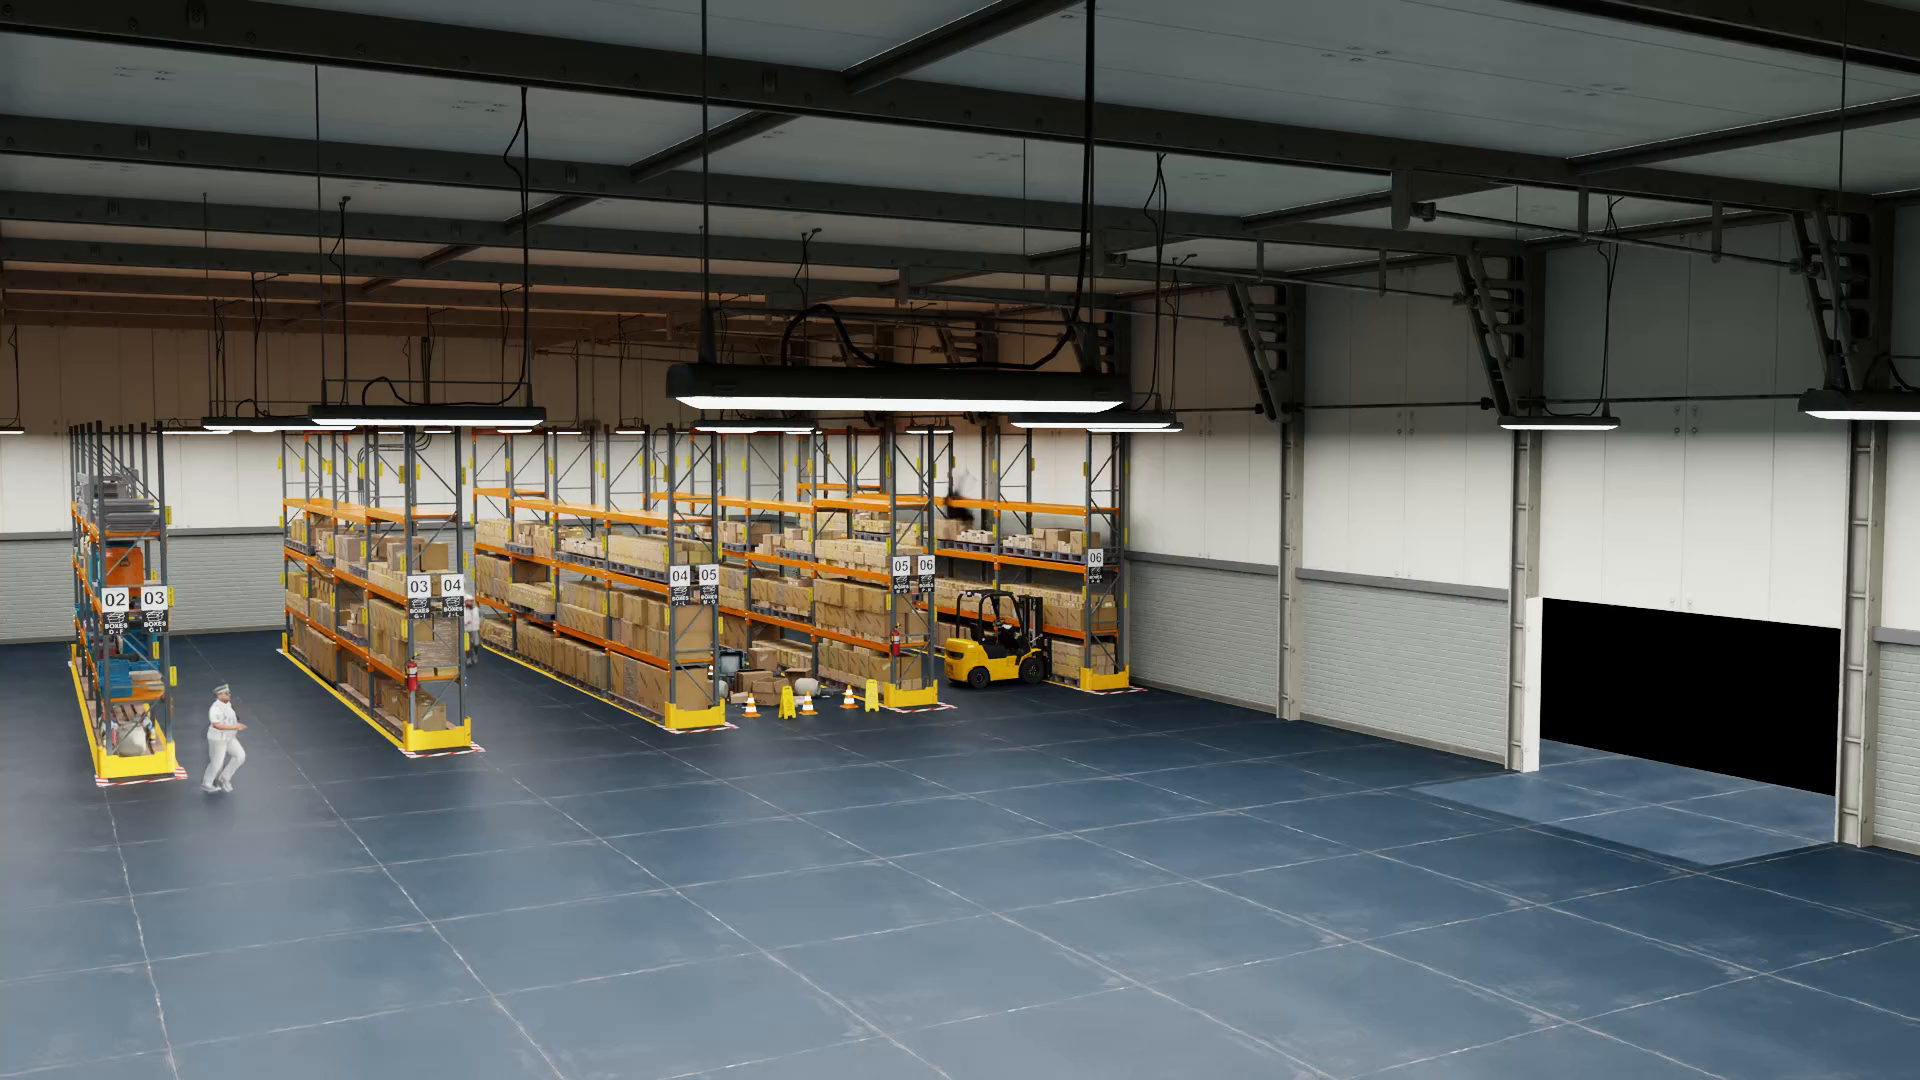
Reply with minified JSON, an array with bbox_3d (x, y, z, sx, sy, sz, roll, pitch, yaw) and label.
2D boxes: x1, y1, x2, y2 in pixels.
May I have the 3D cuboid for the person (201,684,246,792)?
[{"bbox_3d":[-11.819,3.196,26.724,0.791,1.780,0.634,0,4,7],"label":"person"}]

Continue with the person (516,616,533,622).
[{"bbox_3d":[-12.760,1.918,48.106,0.914,1.625,0.656,2,4,26],"label":"person"}]

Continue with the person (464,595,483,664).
[{"bbox_3d":[-12.268,2.258,41.751,0.634,1.740,0.656,-2,4,-25],"label":"person"}]
